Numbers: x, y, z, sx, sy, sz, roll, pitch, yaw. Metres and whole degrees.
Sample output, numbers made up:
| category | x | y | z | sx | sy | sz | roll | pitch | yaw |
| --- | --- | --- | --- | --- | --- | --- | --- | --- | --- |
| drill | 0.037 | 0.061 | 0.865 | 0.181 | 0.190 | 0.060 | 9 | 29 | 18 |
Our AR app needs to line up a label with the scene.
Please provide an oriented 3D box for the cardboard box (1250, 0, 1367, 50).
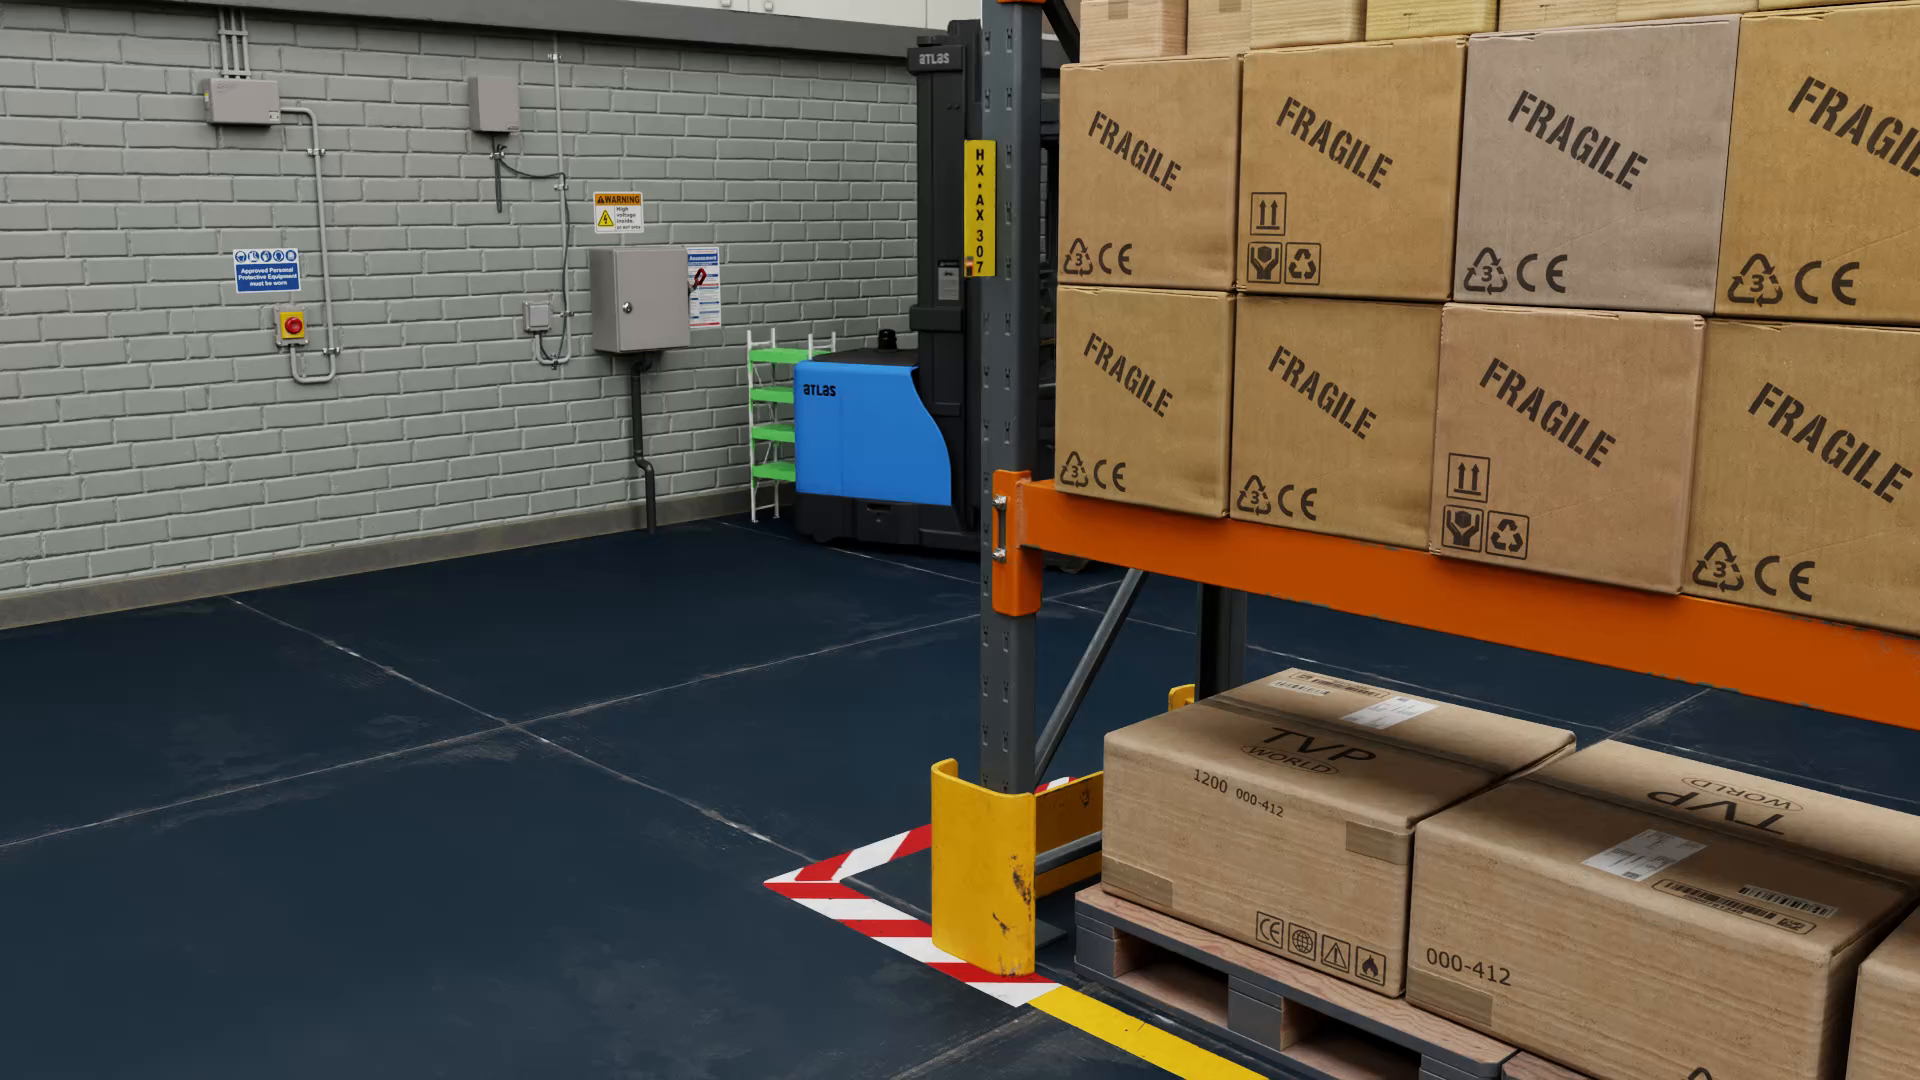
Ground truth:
| category | x | y | z | sx | sy | sz | roll | pitch | yaw |
| --- | --- | --- | --- | --- | --- | --- | --- | --- | --- |
| cardboard box | 0.828 | -1.105 | 3.507 | 0.380 | 0.149 | 0.250 | -10 | 15 | -41 |

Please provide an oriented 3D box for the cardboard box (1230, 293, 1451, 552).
| category | x | y | z | sx | sy | sz | roll | pitch | yaw |
| --- | --- | --- | --- | --- | --- | --- | --- | --- | --- |
| cardboard box | 0.947 | -0.290 | 3.638 | 0.500 | 0.500 | 0.500 | -11 | 16 | -43 |

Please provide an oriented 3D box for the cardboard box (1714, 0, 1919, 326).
| category | x | y | z | sx | sy | sz | roll | pitch | yaw |
| --- | --- | --- | --- | --- | --- | --- | --- | --- | --- |
| cardboard box | 1.648 | -0.629 | 2.805 | 0.500 | 0.500 | 0.500 | -11 | 16 | -42 |

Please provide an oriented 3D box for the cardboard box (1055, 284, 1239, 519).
| category | x | y | z | sx | sy | sz | roll | pitch | yaw |
| --- | --- | --- | --- | --- | --- | --- | --- | --- | --- |
| cardboard box | 0.578 | -0.360 | 3.977 | 0.500 | 0.500 | 0.500 | -11 | 16 | -43 |

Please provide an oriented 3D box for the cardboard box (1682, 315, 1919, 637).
| category | x | y | z | sx | sy | sz | roll | pitch | yaw |
| --- | --- | --- | --- | --- | --- | --- | --- | --- | --- |
| cardboard box | 1.644 | -0.143 | 2.922 | 0.500 | 0.500 | 0.500 | -10 | 15 | -41 |

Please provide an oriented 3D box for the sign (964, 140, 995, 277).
| category | x | y | z | sx | sy | sz | roll | pitch | yaw |
| --- | --- | --- | --- | --- | --- | --- | --- | --- | --- |
| sign | 0.049 | -0.807 | 4.055 | 0.100 | 0.325 | 0.005 | -11 | 16 | -43 |

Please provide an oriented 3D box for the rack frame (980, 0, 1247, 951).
| category | x | y | z | sx | sy | sz | roll | pitch | yaw |
| --- | --- | --- | --- | --- | --- | --- | --- | --- | --- |
| rack frame | 0.454 | -0.421 | 4.522 | 1.000 | 3.000 | 0.127 | -11 | 16 | -43 |

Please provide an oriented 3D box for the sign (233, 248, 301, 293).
| category | x | y | z | sx | sy | sz | roll | pitch | yaw |
| --- | --- | --- | --- | --- | --- | --- | --- | --- | --- |
| sign | -3.534 | -1.375 | 8.484 | 0.327 | 0.218 | 0.001 | -11 | 16 | -43 |

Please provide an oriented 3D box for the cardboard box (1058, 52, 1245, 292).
| category | x | y | z | sx | sy | sz | roll | pitch | yaw |
| --- | --- | --- | --- | --- | --- | --- | --- | --- | --- |
| cardboard box | 0.580 | -0.850 | 3.878 | 0.500 | 0.500 | 0.500 | -11 | 16 | -44 |

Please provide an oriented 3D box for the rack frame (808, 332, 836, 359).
| category | x | y | z | sx | sy | sz | roll | pitch | yaw |
| --- | --- | --- | --- | --- | --- | --- | --- | --- | --- |
| rack frame | -0.832 | -0.659 | 10.139 | 0.015 | 1.200 | 0.240 | 8 | 14 | 34 |

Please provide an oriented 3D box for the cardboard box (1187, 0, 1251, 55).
| category | x | y | z | sx | sy | sz | roll | pitch | yaw |
| --- | --- | --- | --- | --- | --- | --- | --- | --- | --- |
| cardboard box | 0.732 | -1.159 | 3.769 | 0.380 | 0.149 | 0.250 | -10 | 16 | -41 |

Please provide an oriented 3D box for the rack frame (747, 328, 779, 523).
| category | x | y | z | sx | sy | sz | roll | pitch | yaw |
| --- | --- | --- | --- | --- | --- | --- | --- | --- | --- |
| rack frame | -1.232 | -0.716 | 10.411 | 0.015 | 1.200 | 0.240 | 8 | 14 | 34 |

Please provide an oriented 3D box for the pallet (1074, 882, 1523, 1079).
| category | x | y | z | sx | sy | sz | roll | pitch | yaw |
| --- | --- | --- | --- | --- | --- | --- | --- | --- | --- |
| pallet | 1.063 | 1.051 | 4.290 | 1.003 | 0.211 | 1.213 | -11 | 16 | -43 |

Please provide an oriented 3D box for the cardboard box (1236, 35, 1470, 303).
| category | x | y | z | sx | sy | sz | roll | pitch | yaw |
| --- | --- | --- | --- | --- | --- | --- | --- | --- | --- |
| cardboard box | 0.941 | -0.776 | 3.517 | 0.500 | 0.500 | 0.500 | 11 | 16 | 44 |

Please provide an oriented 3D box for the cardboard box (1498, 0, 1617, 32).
| category | x | y | z | sx | sy | sz | roll | pitch | yaw |
| --- | --- | --- | --- | --- | --- | --- | --- | --- | --- |
| cardboard box | 1.242 | -1.038 | 3.183 | 0.380 | 0.149 | 0.250 | -11 | 16 | -42 |

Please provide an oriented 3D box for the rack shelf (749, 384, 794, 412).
| category | x | y | z | sx | sy | sz | roll | pitch | yaw |
| --- | --- | --- | --- | --- | --- | --- | --- | --- | --- |
| rack shelf | -1.032 | -0.860 | 10.239 | 0.480 | 0.148 | 0.258 | 8 | 14 | 34 |

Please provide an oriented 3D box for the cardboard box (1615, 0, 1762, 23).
| category | x | y | z | sx | sy | sz | roll | pitch | yaw |
| --- | --- | --- | --- | --- | --- | --- | --- | --- | --- |
| cardboard box | 1.384 | -0.996 | 2.978 | 0.380 | 0.149 | 0.250 | -11 | 16 | -42 |

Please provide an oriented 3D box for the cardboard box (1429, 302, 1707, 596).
| category | x | y | z | sx | sy | sz | roll | pitch | yaw |
| --- | --- | --- | --- | --- | --- | --- | --- | --- | --- |
| cardboard box | 1.286 | -0.213 | 3.265 | 0.500 | 0.500 | 0.500 | -11 | 16 | -43 |

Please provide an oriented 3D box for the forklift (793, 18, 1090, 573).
| category | x | y | z | sx | sy | sz | roll | pitch | yaw |
| --- | --- | --- | --- | --- | --- | --- | --- | --- | --- |
| forklift | 0.575 | -1.376 | 9.325 | 3.031 | 2.935 | 1.130 | 5 | 13 | 25 |

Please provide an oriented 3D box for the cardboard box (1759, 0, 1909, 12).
| category | x | y | z | sx | sy | sz | roll | pitch | yaw |
| --- | --- | --- | --- | --- | --- | --- | --- | --- | --- |
| cardboard box | 1.540 | -0.955 | 2.780 | 0.250 | 0.149 | 0.380 | 11 | 16 | 44 |

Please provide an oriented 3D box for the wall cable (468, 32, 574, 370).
| category | x | y | z | sx | sy | sz | roll | pitch | yaw |
| --- | --- | --- | --- | --- | --- | --- | --- | --- | --- |
| wall cable | -2.439 | -1.938 | 9.365 | 0.588 | 1.984 | 0.122 | -11 | 16 | -43 |

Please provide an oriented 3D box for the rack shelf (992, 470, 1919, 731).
| category | x | y | z | sx | sy | sz | roll | pitch | yaw |
| --- | --- | --- | --- | --- | --- | --- | --- | --- | --- |
| rack shelf | 1.835 | 0.223 | 3.178 | 1.077 | 0.370 | 4.000 | -11 | 16 | -43 |

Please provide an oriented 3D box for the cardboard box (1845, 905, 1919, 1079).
| category | x | y | z | sx | sy | sz | roll | pitch | yaw |
| --- | --- | --- | --- | --- | --- | --- | --- | --- | --- |
| cardboard box | 2.242 | 0.975 | 3.056 | 0.875 | 0.438 | 0.875 | 11 | 16 | 43 |

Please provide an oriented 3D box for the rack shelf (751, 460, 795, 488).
| category | x | y | z | sx | sy | sz | roll | pitch | yaw |
| --- | --- | --- | --- | --- | --- | --- | --- | --- | --- |
| rack shelf | -1.032 | -0.390 | 10.336 | 0.480 | 0.148 | 0.258 | 8 | 14 | 34 |

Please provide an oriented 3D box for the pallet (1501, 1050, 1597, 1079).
| category | x | y | z | sx | sy | sz | roll | pitch | yaw |
| --- | --- | --- | --- | --- | --- | --- | --- | --- | --- |
| pallet | 1.901 | 1.228 | 3.426 | 1.003 | 0.211 | 1.213 | -11 | 16 | -43 |

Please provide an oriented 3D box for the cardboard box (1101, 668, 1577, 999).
| category | x | y | z | sx | sy | sz | roll | pitch | yaw |
| --- | --- | --- | --- | --- | --- | --- | --- | --- | --- |
| cardboard box | 0.982 | 0.711 | 4.338 | 0.875 | 0.438 | 0.875 | 11 | 16 | 43 |

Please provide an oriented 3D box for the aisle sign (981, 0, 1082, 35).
| category | x | y | z | sx | sy | sz | roll | pitch | yaw |
| --- | --- | --- | --- | --- | --- | --- | --- | --- | --- |
| aisle sign | 0.195 | -1.664 | 4.114 | 0.394 | 0.787 | 0.004 | -11 | 16 | -43 |

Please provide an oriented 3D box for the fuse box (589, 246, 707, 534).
| category | x | y | z | sx | sy | sz | roll | pitch | yaw |
| --- | --- | --- | --- | --- | --- | --- | --- | --- | --- |
| fuse box | -1.837 | -0.881 | 9.948 | 0.539 | 1.711 | 0.414 | -11 | 16 | -43 |

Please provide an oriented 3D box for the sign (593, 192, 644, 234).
| category | x | y | z | sx | sy | sz | roll | pitch | yaw |
| --- | --- | --- | --- | --- | --- | --- | --- | --- | --- |
| sign | -2.020 | -1.939 | 9.844 | 0.339 | 0.242 | 0.001 | -11 | 16 | -43 |

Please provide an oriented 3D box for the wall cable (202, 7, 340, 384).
| category | x | y | z | sx | sy | sz | roll | pitch | yaw |
| --- | --- | --- | --- | --- | --- | --- | --- | --- | --- |
| wall cable | -3.457 | -1.754 | 8.395 | 0.585 | 1.953 | 0.123 | -11 | 16 | -43 |

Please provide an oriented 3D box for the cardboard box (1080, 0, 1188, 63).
| category | x | y | z | sx | sy | sz | roll | pitch | yaw |
| --- | --- | --- | --- | --- | --- | --- | --- | --- | --- |
| cardboard box | 0.499 | -1.187 | 3.907 | 0.380 | 0.149 | 0.250 | -10 | 16 | -41 |

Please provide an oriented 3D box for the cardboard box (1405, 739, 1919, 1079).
| category | x | y | z | sx | sy | sz | roll | pitch | yaw |
| --- | --- | --- | --- | --- | --- | --- | --- | --- | --- |
| cardboard box | 1.620 | 0.843 | 3.695 | 0.875 | 0.438 | 0.875 | -10 | 16 | -41 |

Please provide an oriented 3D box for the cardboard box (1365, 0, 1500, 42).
| category | x | y | z | sx | sy | sz | roll | pitch | yaw |
| --- | --- | --- | --- | --- | --- | --- | --- | --- | --- |
| cardboard box | 1.023 | -1.069 | 3.333 | 0.250 | 0.149 | 0.380 | 11 | 16 | 43 |

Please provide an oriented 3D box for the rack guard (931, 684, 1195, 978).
| category | x | y | z | sx | sy | sz | roll | pitch | yaw |
| --- | --- | --- | --- | --- | --- | --- | --- | --- | --- |
| rack guard | 0.438 | 0.800 | 4.791 | 1.175 | 0.500 | 0.348 | -11 | 16 | -43 |

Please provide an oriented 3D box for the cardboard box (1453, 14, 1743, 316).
| category | x | y | z | sx | sy | sz | roll | pitch | yaw |
| --- | --- | --- | --- | --- | --- | --- | --- | --- | --- |
| cardboard box | 1.303 | -0.702 | 3.157 | 0.500 | 0.500 | 0.500 | -11 | 16 | -43 |

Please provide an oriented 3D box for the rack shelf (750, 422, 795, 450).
| category | x | y | z | sx | sy | sz | roll | pitch | yaw |
| --- | --- | --- | --- | --- | --- | --- | --- | --- | --- |
| rack shelf | -1.032 | -0.625 | 10.288 | 0.480 | 0.148 | 0.258 | 8 | 14 | 34 |

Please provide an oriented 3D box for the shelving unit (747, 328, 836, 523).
| category | x | y | z | sx | sy | sz | roll | pitch | yaw |
| --- | --- | --- | --- | --- | --- | --- | --- | --- | --- |
| shelving unit | -1.032 | -0.688 | 10.275 | 0.503 | 1.200 | 0.258 | 8 | 14 | 34 |

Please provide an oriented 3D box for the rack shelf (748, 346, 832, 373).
| category | x | y | z | sx | sy | sz | roll | pitch | yaw |
| --- | --- | --- | --- | --- | --- | --- | --- | --- | --- |
| rack shelf | -1.032 | -1.095 | 10.191 | 0.480 | 0.148 | 0.258 | 8 | 14 | 34 |

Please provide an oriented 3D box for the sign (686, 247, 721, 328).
| category | x | y | z | sx | sy | sz | roll | pitch | yaw |
| --- | --- | --- | --- | --- | --- | --- | --- | --- | --- |
| sign | -1.622 | -1.565 | 10.308 | 0.329 | 0.494 | 0.001 | -11 | 16 | -43 |

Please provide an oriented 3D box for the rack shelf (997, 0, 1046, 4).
| category | x | y | z | sx | sy | sz | roll | pitch | yaw |
| --- | --- | --- | --- | --- | --- | --- | --- | --- | --- |
| rack shelf | 1.835 | -1.246 | 2.875 | 1.077 | 0.370 | 4.000 | -11 | 16 | -43 |
